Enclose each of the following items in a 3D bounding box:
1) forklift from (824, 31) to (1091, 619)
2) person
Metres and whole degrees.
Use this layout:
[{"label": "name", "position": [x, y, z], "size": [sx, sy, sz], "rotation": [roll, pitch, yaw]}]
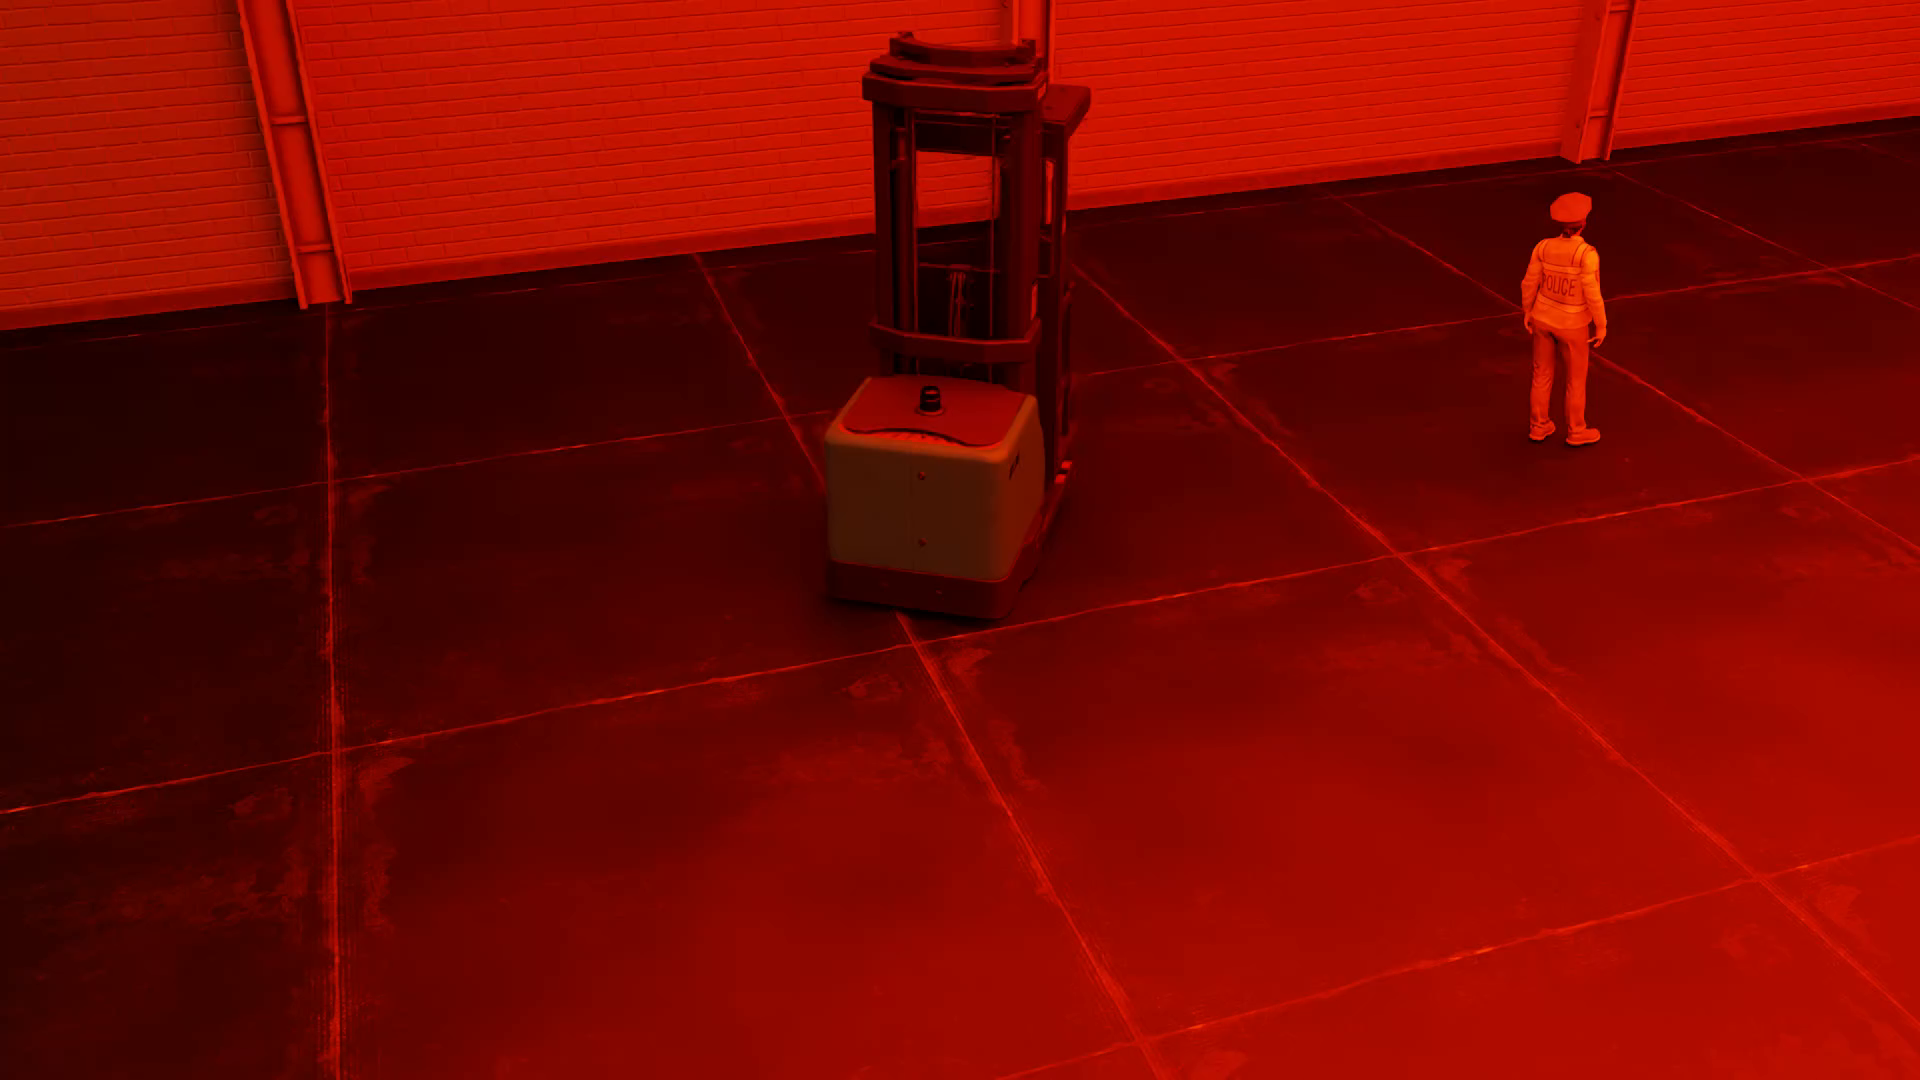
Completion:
[{"label": "forklift", "position": [0.119, -1.557, 9.794], "size": [1.130, 2.935, 3.031], "rotation": [7, 31, 13]}, {"label": "person", "position": [3.942, -1.435, 10.807], "size": [0.532, 1.694, 0.586], "rotation": [-25, 38, -37]}]
